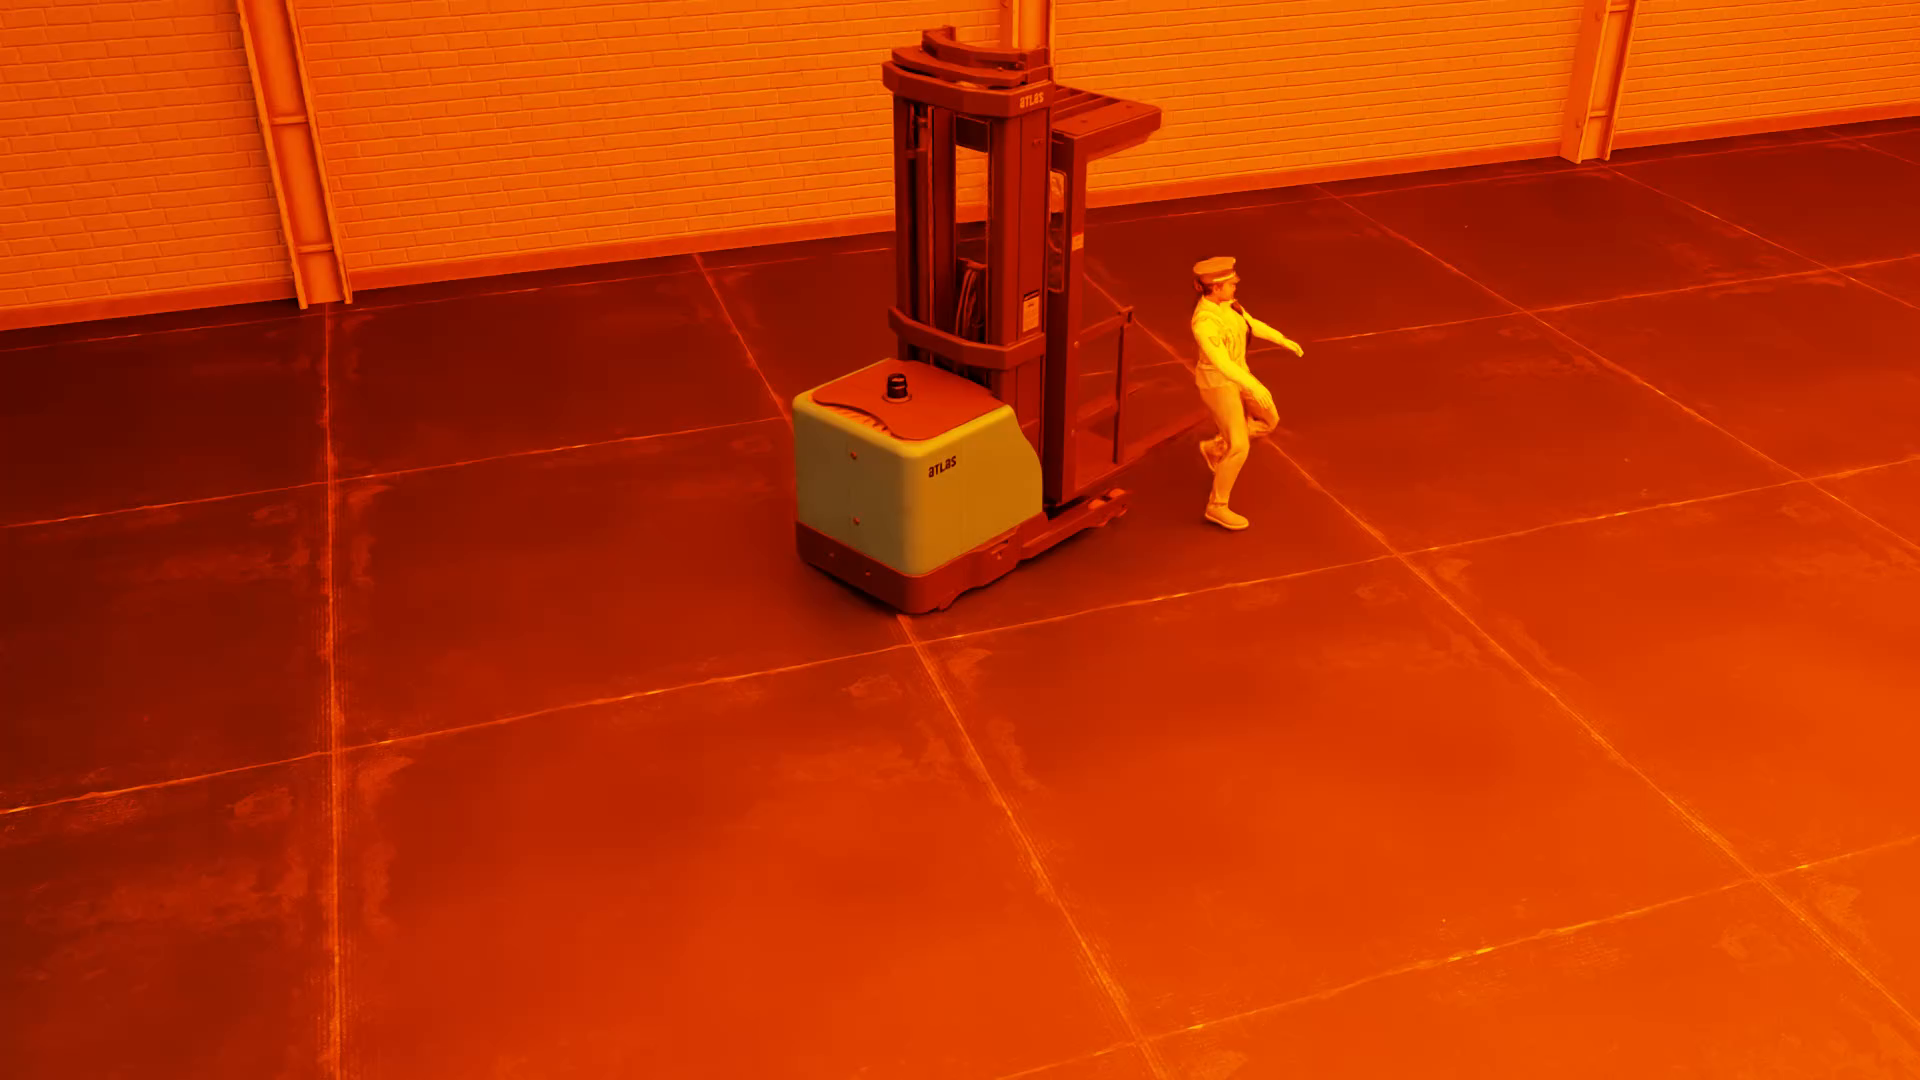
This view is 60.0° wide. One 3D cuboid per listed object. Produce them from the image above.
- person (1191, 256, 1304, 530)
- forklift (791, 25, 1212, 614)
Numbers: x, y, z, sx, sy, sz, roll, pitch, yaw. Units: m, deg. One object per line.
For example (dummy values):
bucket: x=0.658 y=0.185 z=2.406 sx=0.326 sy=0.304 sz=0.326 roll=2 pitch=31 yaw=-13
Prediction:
person: x=1.673 y=-0.926 z=10.007 sx=0.675 sy=1.551 sz=0.776 roll=15 pitch=33 yaw=24
forklift: x=0.419 y=-1.505 z=9.703 sx=1.130 sy=2.935 sz=3.031 roll=25 pitch=38 yaw=37
